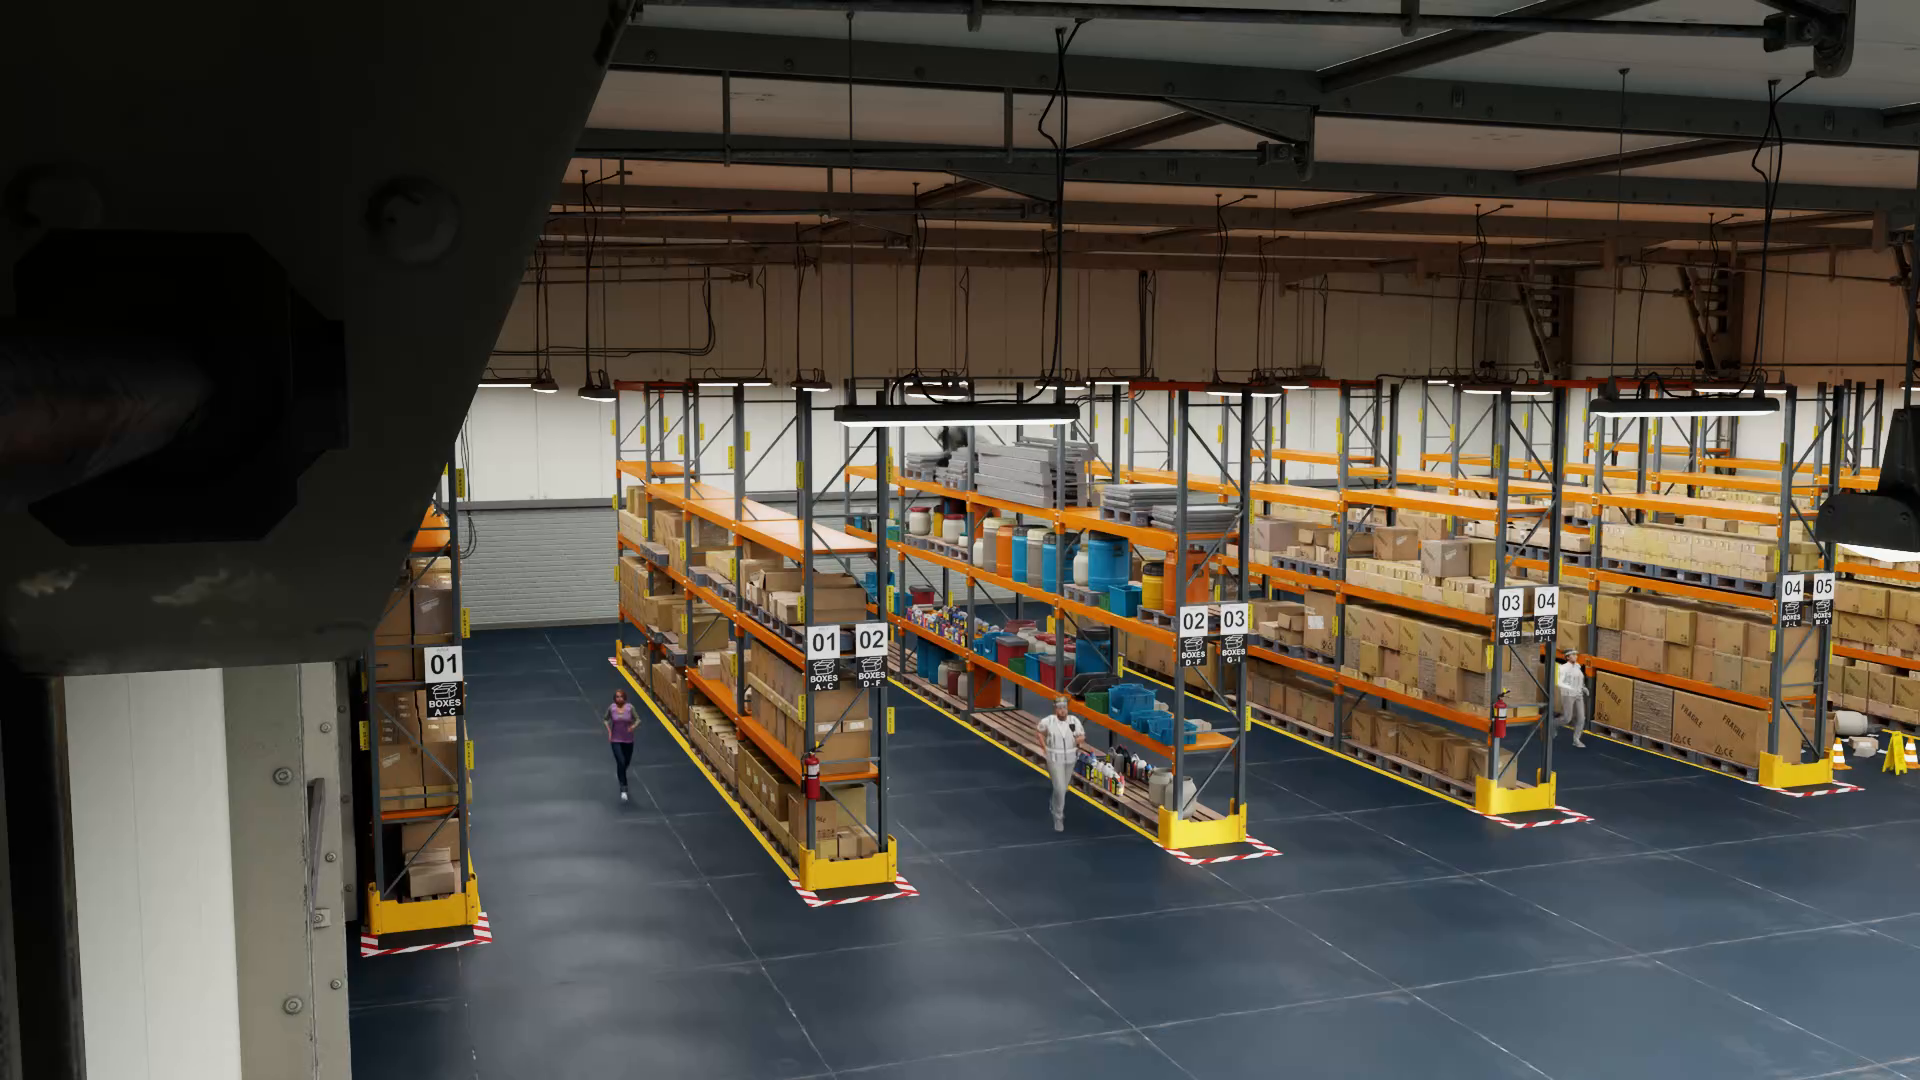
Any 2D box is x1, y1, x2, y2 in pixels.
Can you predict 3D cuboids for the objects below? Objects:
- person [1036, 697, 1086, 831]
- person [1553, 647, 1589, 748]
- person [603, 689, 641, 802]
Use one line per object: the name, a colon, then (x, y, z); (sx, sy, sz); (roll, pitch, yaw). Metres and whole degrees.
person: (1.409, 3.055, 22.870); (0.626, 1.863, 0.800); (-2, 6, -17)
person: (10.149, 2.583, 27.652); (0.624, 1.658, 0.746); (-3, 7, -24)
person: (-4.949, 2.963, 24.395); (0.526, 1.606, 0.815); (-2, 6, -18)
